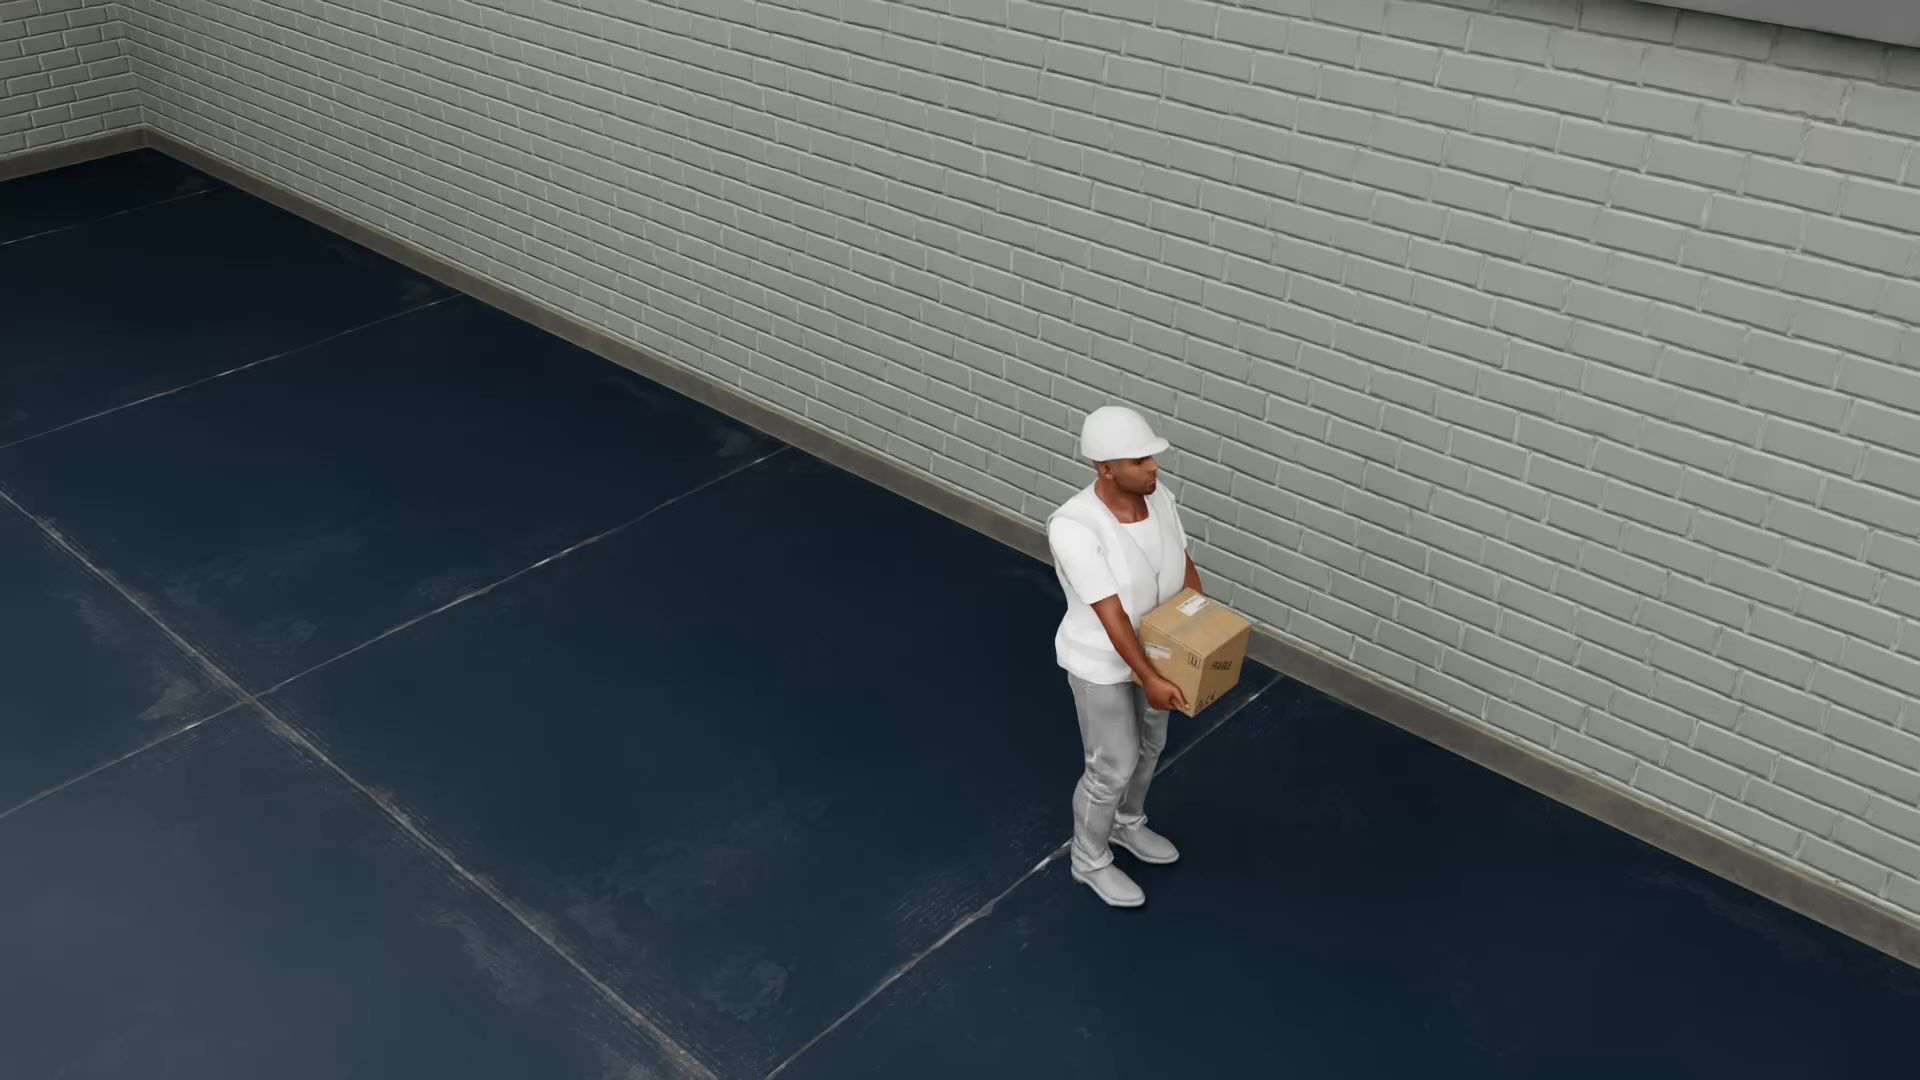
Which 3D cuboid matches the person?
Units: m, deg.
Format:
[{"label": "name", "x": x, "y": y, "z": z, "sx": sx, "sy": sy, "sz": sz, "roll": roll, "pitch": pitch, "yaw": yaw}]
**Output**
[{"label": "person", "x": 0.599, "y": 0.411, "z": 5.436, "sx": 0.577, "sy": 1.760, "sz": 0.503, "roll": 26, "pitch": 40, "yaw": 36}]
